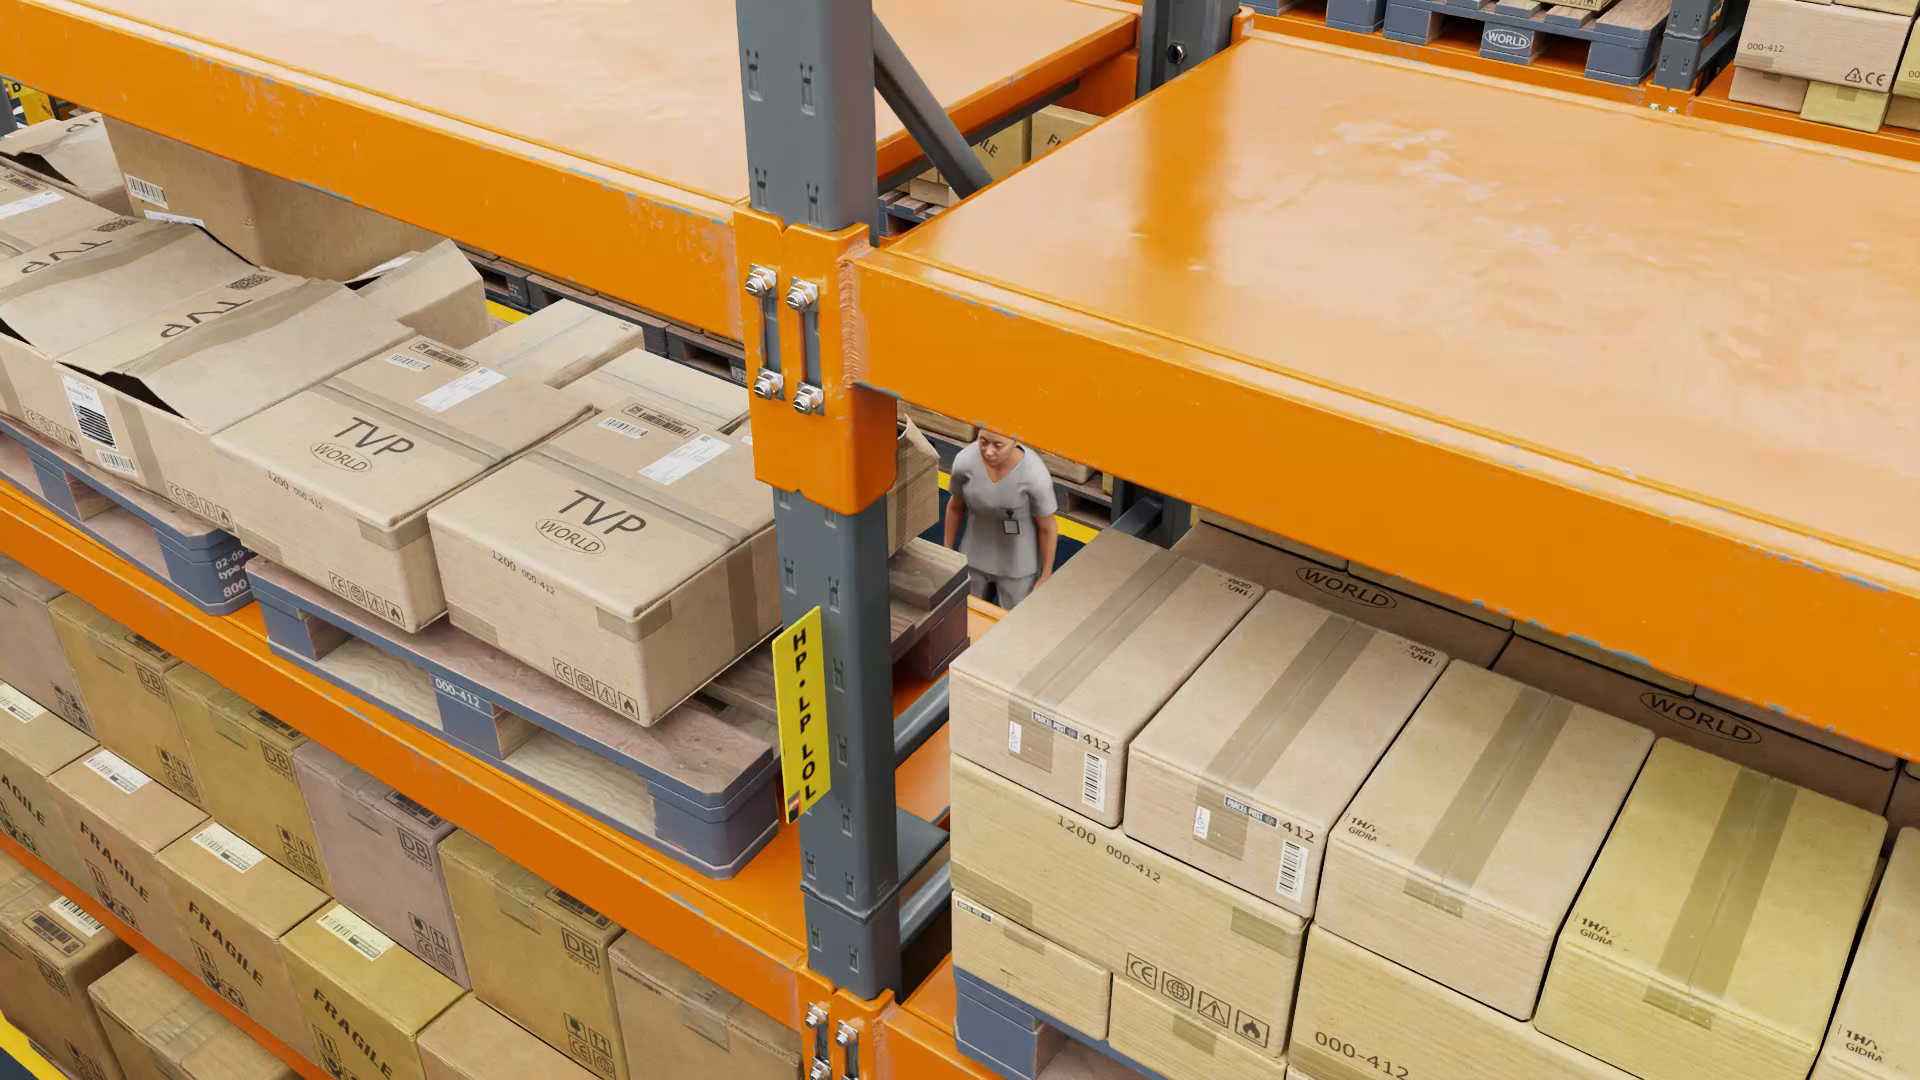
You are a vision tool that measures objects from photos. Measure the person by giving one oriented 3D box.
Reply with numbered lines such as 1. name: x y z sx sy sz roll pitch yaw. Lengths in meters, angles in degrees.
1. person: 0.152 0.118 6.975 0.509 1.673 0.353 14 37 19
